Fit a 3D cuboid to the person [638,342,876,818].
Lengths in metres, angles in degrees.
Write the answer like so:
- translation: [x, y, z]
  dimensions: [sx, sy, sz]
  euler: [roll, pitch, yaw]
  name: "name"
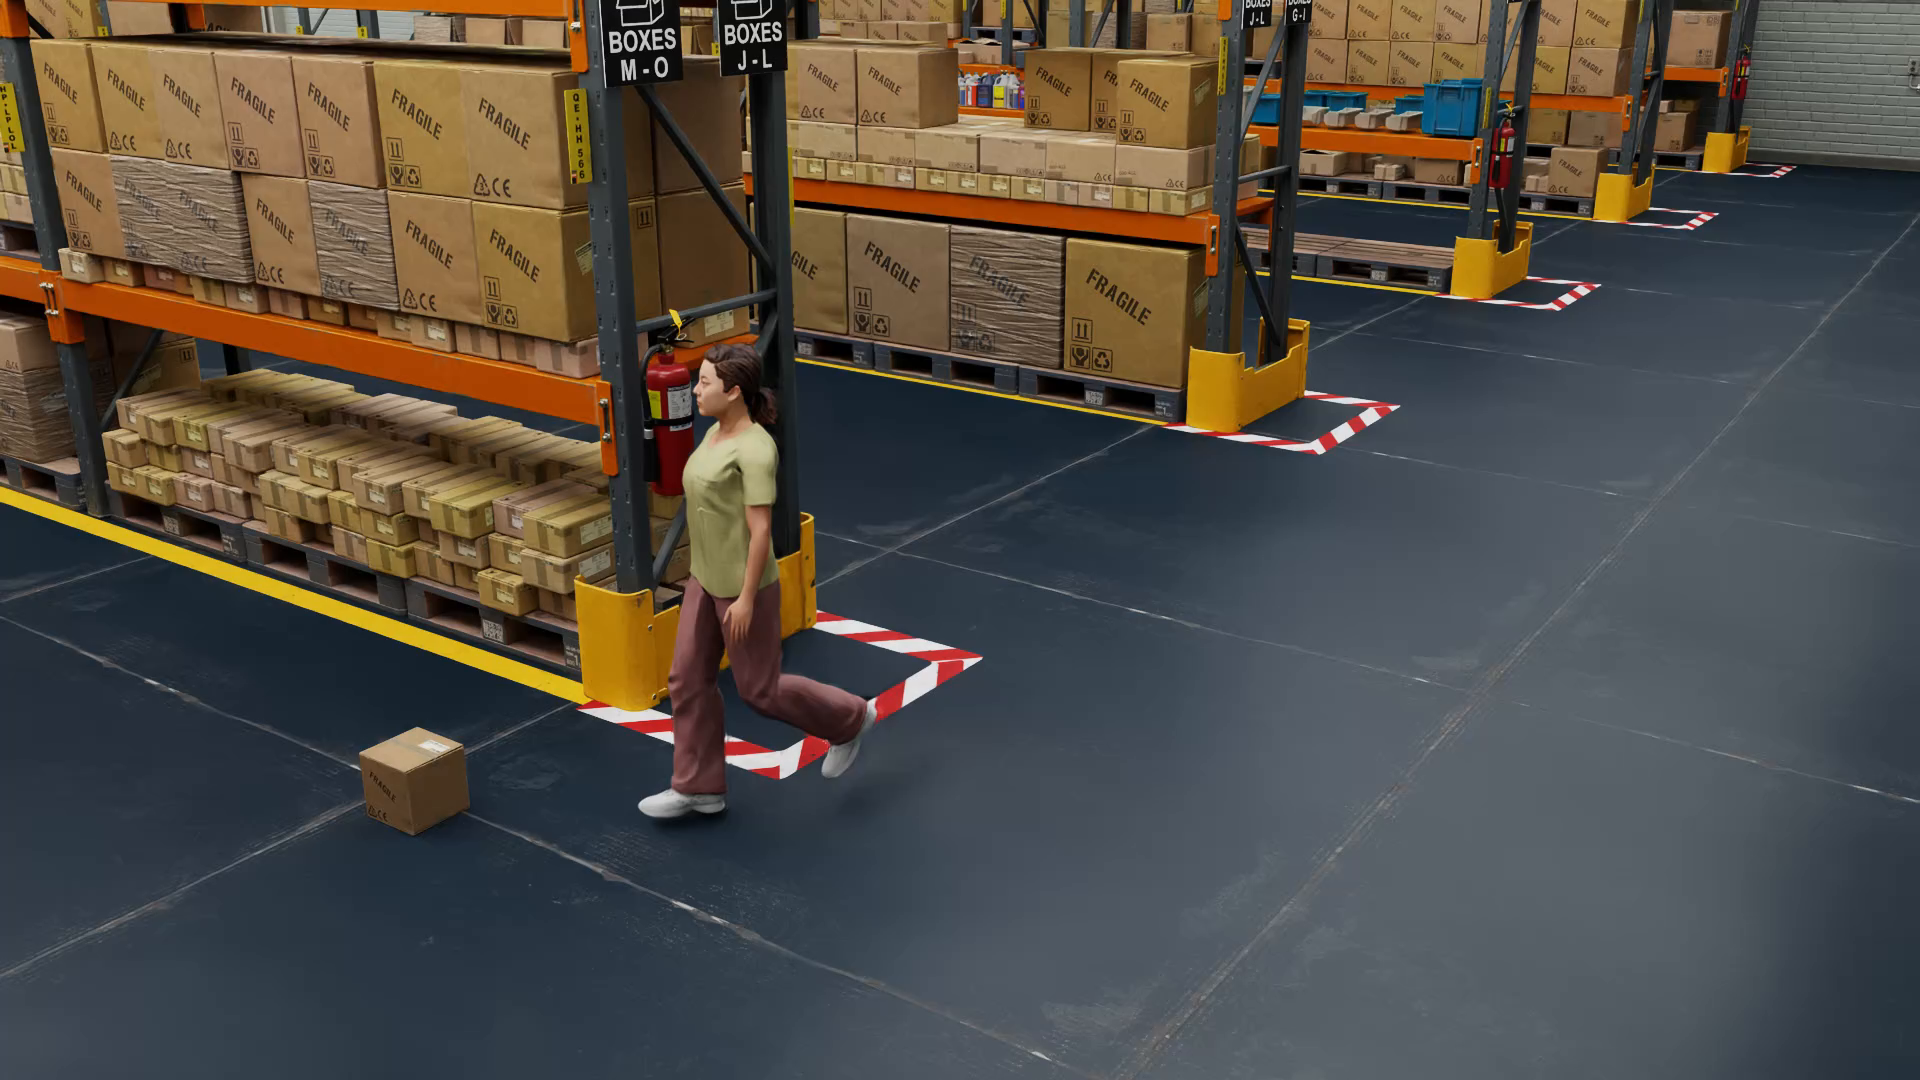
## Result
- translation: [-0.723, 0.140, 5.674]
  dimensions: [0.877, 1.642, 0.469]
  euler: [-12, 23, -30]
  name: "person"
